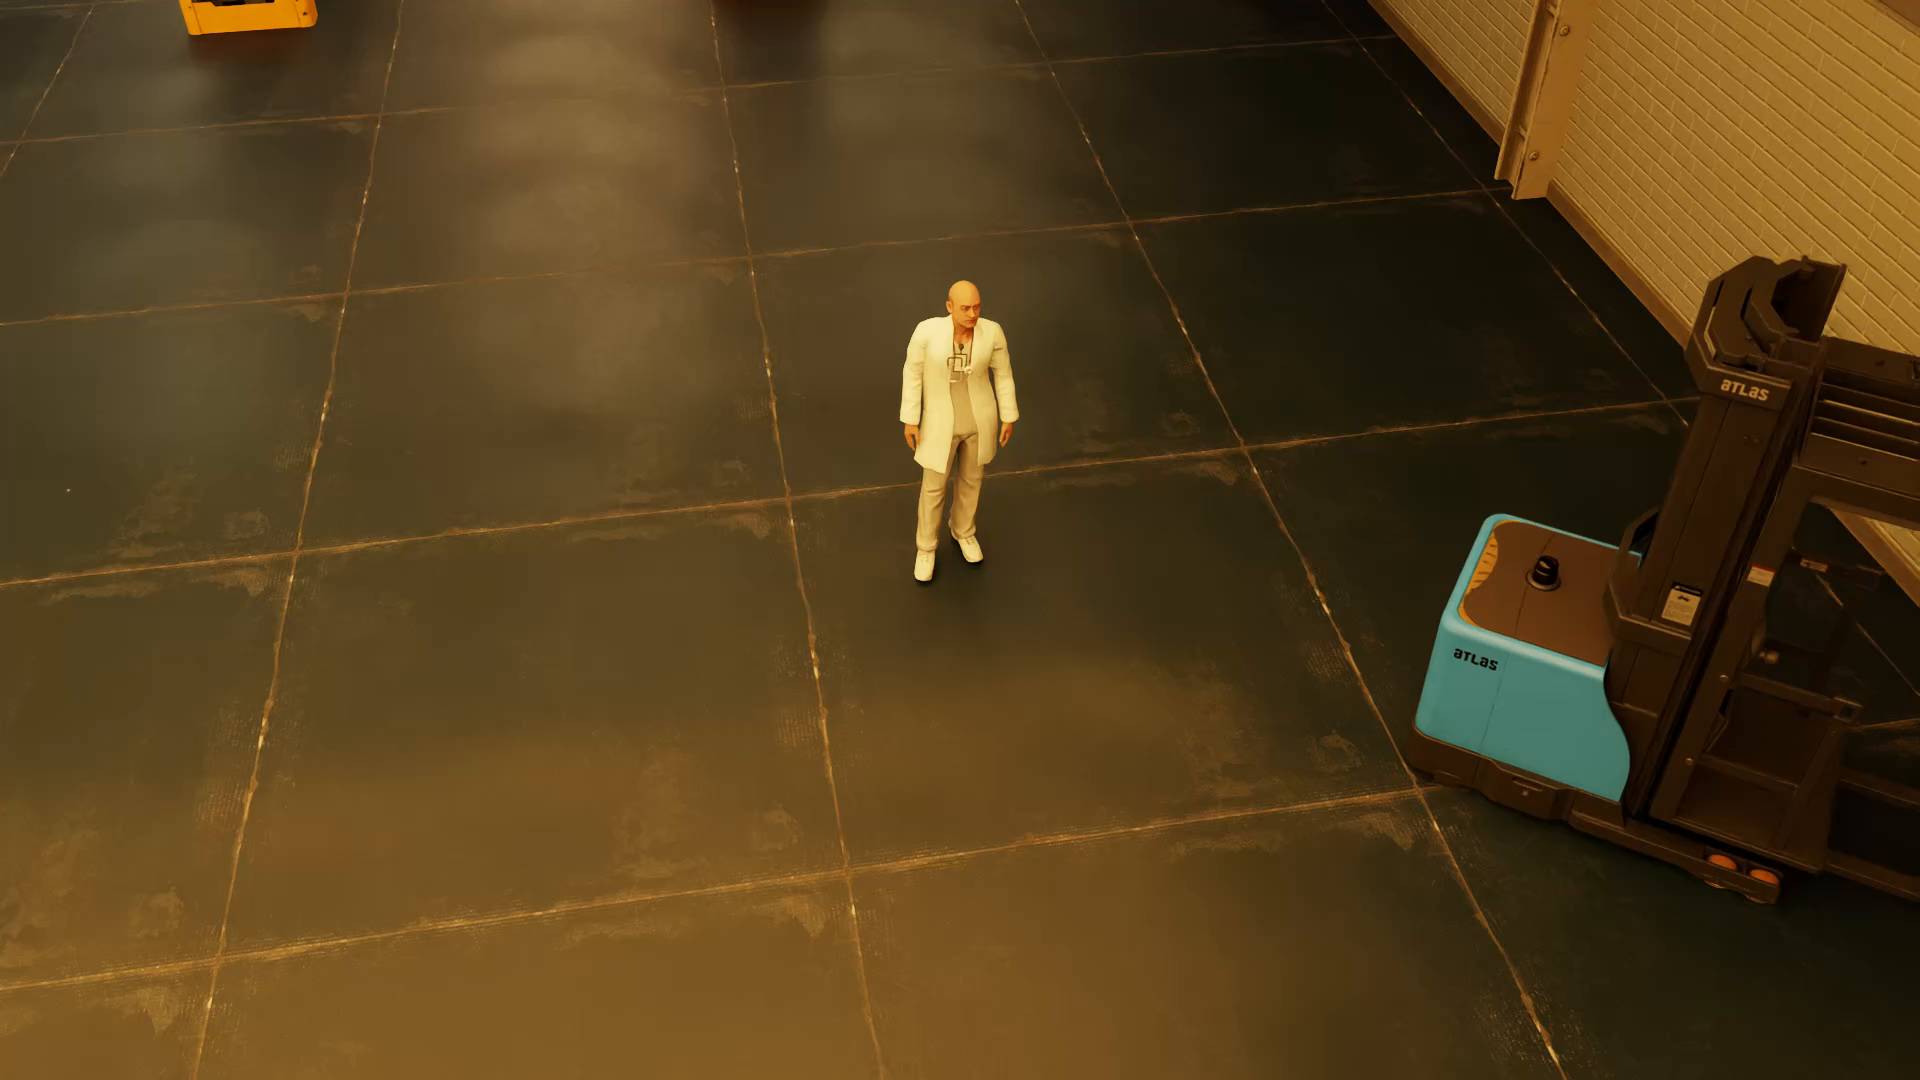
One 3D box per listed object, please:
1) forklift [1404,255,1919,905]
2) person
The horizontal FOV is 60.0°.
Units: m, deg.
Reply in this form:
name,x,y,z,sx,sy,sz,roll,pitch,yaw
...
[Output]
name,x,y,z,sx,sy,sz,roll,pitch,yaw
forklift,3.892,0.261,7.650,3.031,2.935,1.130,19,44,21
person,0.011,-0.625,9.572,0.696,1.776,0.581,-7,41,-8
